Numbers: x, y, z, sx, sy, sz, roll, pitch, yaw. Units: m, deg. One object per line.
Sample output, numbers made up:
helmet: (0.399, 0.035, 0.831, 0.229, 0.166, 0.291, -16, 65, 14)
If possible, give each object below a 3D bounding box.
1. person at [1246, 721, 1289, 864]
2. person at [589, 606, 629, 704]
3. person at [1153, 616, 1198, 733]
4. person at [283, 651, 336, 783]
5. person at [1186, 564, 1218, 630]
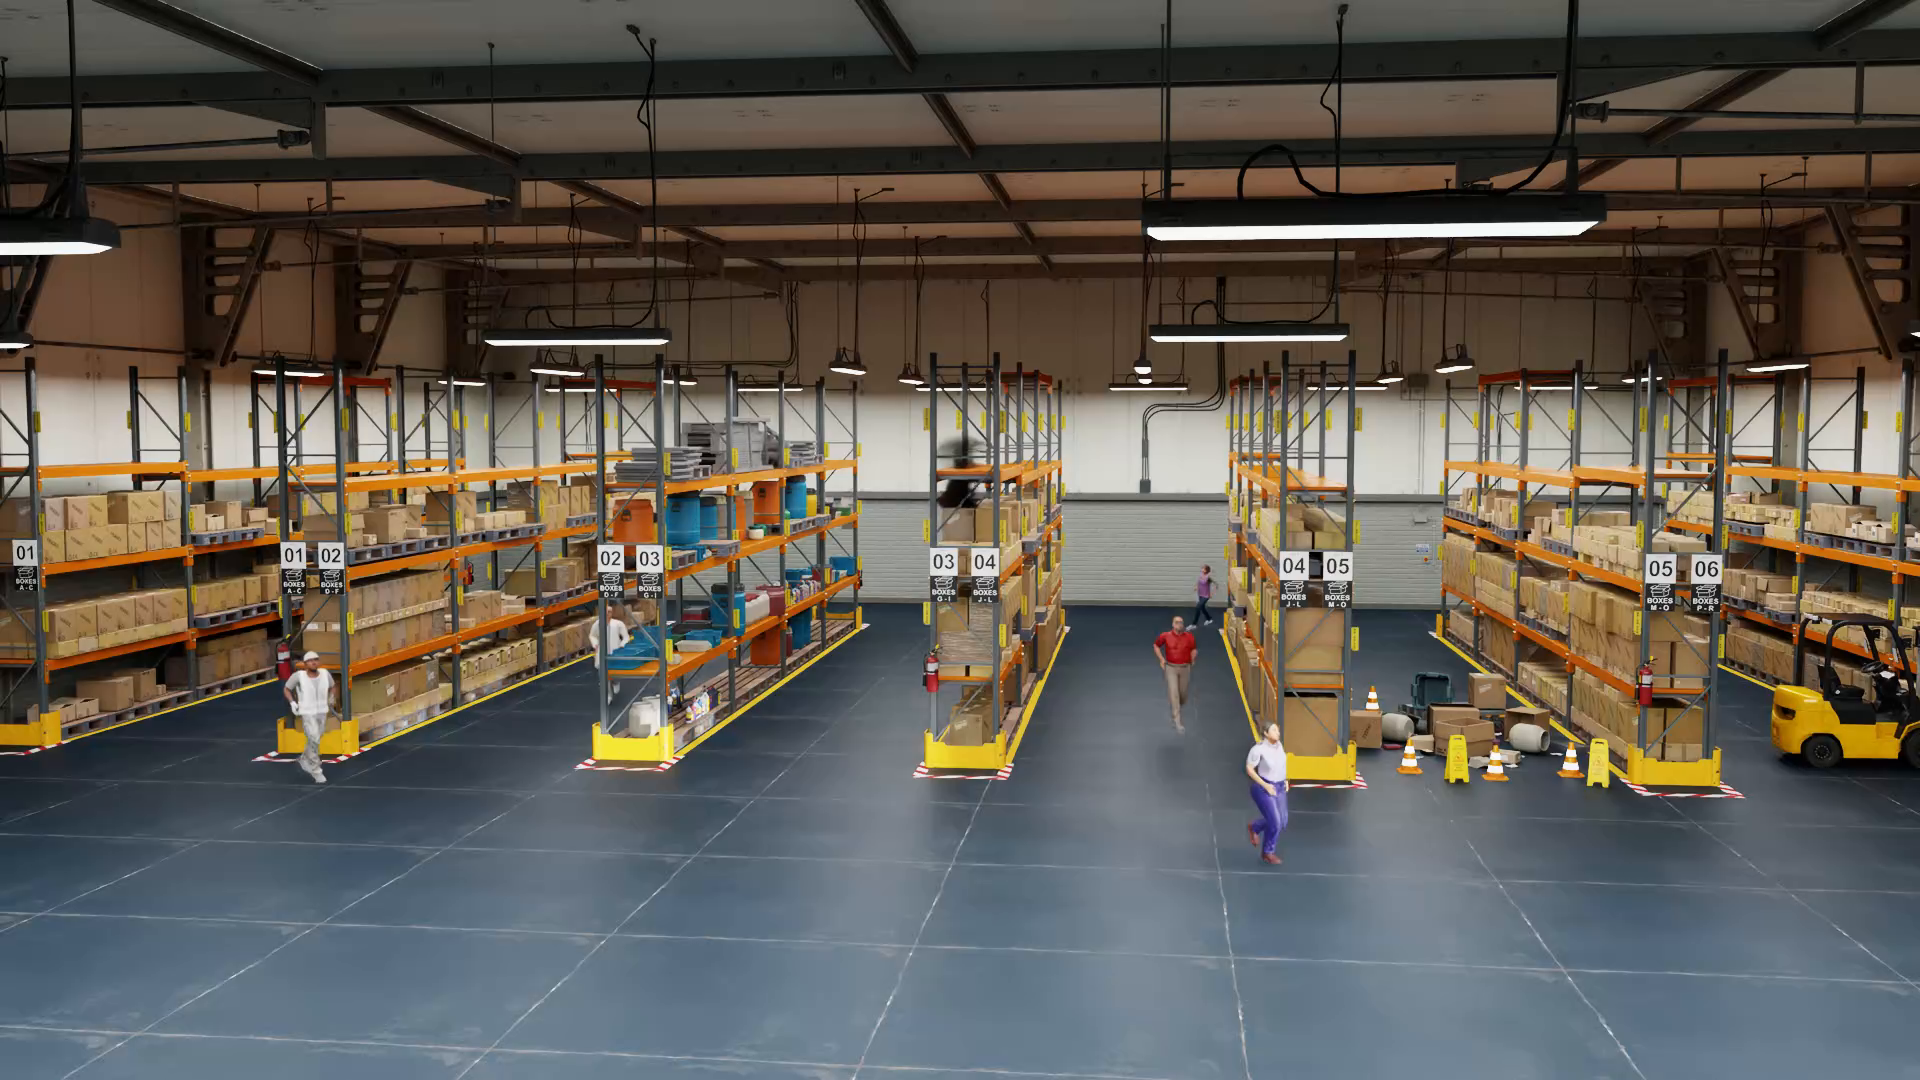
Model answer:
person: (3.502, 2.863, 19.073, 0.633, 1.610, 0.579, -4, 5, -42)
person: (-6.287, 2.043, 29.745, 0.712, 1.739, 0.636, 0, 4, -1)
person: (3.360, 2.045, 25.727, 0.663, 1.744, 0.845, -1, 4, -7)
person: (-9.097, 2.460, 23.364, 0.833, 1.828, 0.674, 4, 5, 42)
person: (5.872, 1.373, 40.062, 0.842, 1.583, 0.611, -2, 5, -27)
